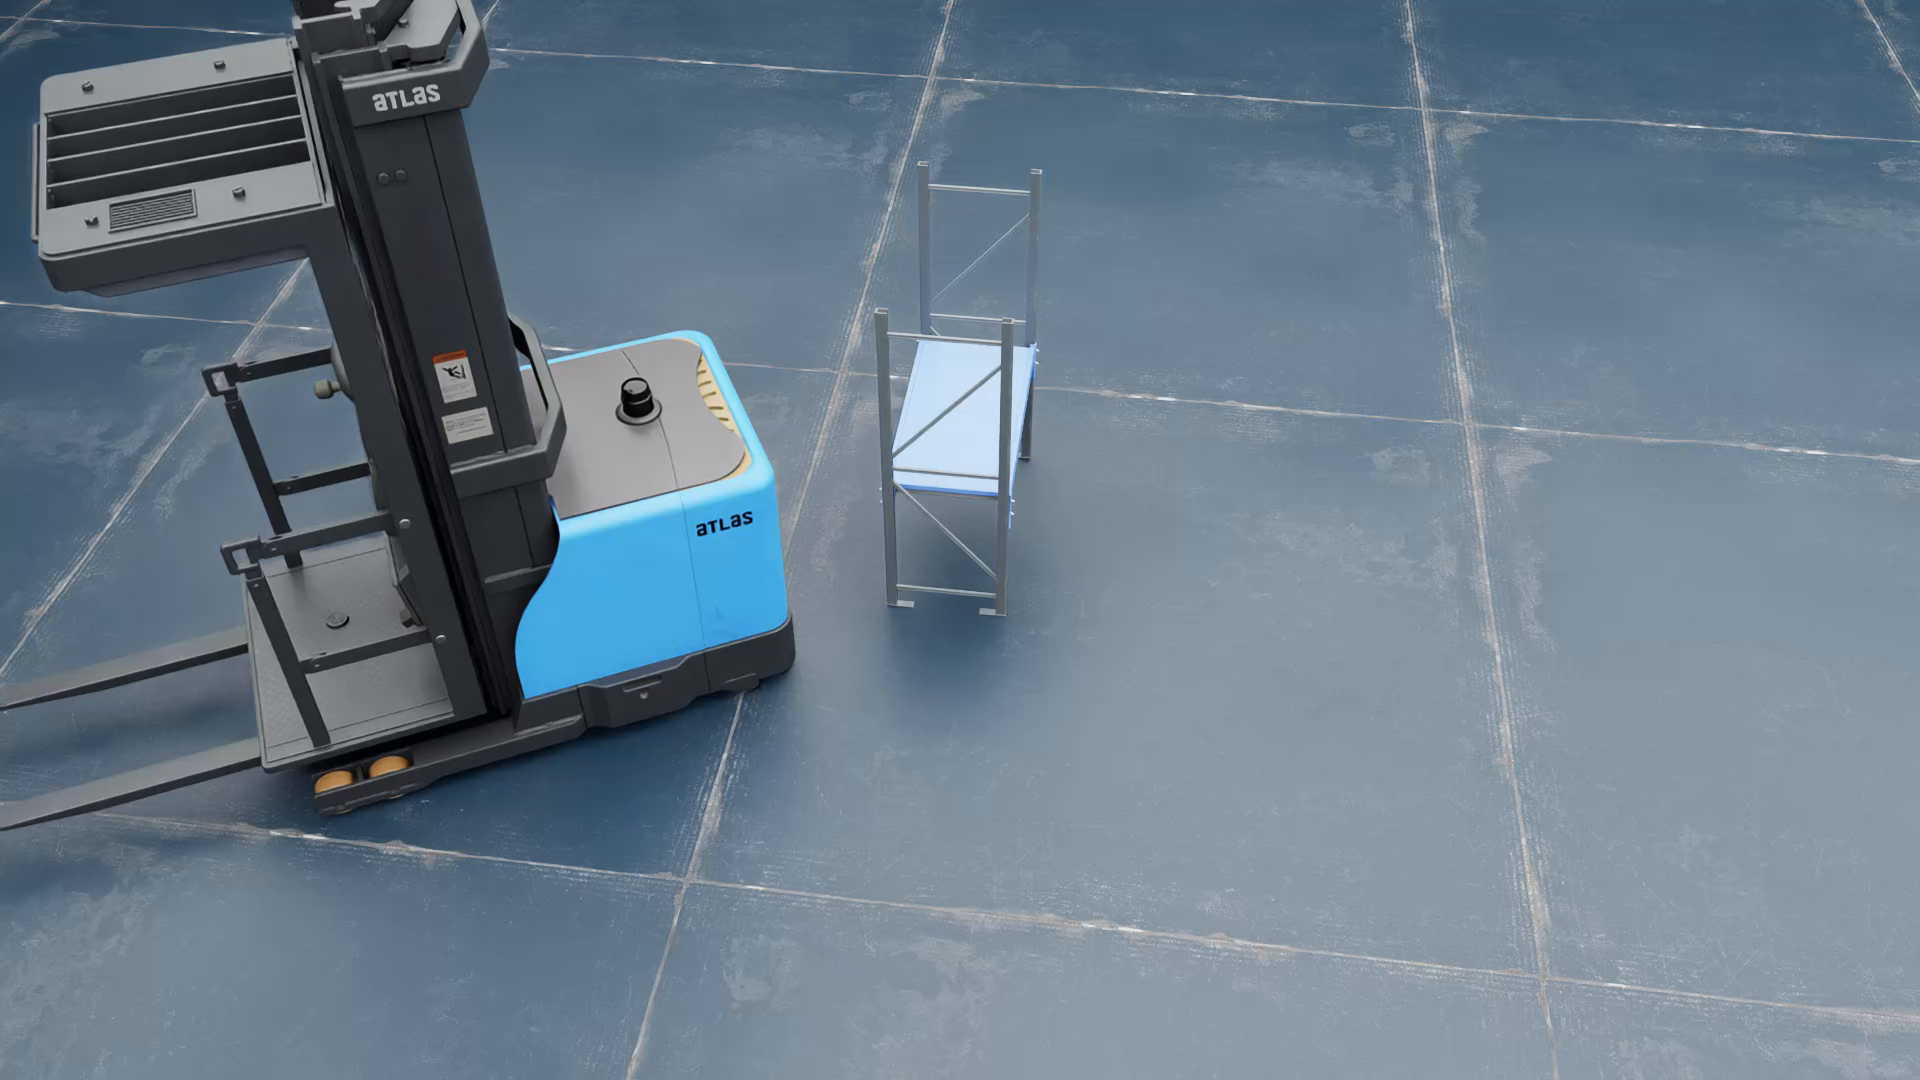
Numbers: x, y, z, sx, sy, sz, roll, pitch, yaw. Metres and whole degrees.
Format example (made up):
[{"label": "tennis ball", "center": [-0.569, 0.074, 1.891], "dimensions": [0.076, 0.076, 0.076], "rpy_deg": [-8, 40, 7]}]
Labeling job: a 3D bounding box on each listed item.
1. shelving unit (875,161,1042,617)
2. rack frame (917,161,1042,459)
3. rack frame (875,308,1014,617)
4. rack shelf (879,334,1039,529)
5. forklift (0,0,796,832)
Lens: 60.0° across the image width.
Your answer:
[{"label": "shelving unit", "center": [0.011, -0.603, 6.818], "dimensions": [0.538, 1.500, 1.048], "rpy_deg": [5, 44, 6]}, {"label": "rack frame", "center": [0.078, -0.949, 7.184], "dimensions": [0.500, 1.500, 0.032], "rpy_deg": [5, 44, 6]}, {"label": "rack frame", "center": [-0.056, -0.256, 6.452], "dimensions": [0.500, 1.500, 0.032], "rpy_deg": [5, 44, 6]}, {"label": "rack shelf", "center": [0.011, -0.472, 6.942], "dimensions": [0.538, 0.185, 1.000], "rpy_deg": [5, 44, 6]}, {"label": "forklift", "center": [-2.229, -0.458, 5.624], "dimensions": [3.031, 2.935, 1.130], "rpy_deg": [-15, 46, -15]}]
